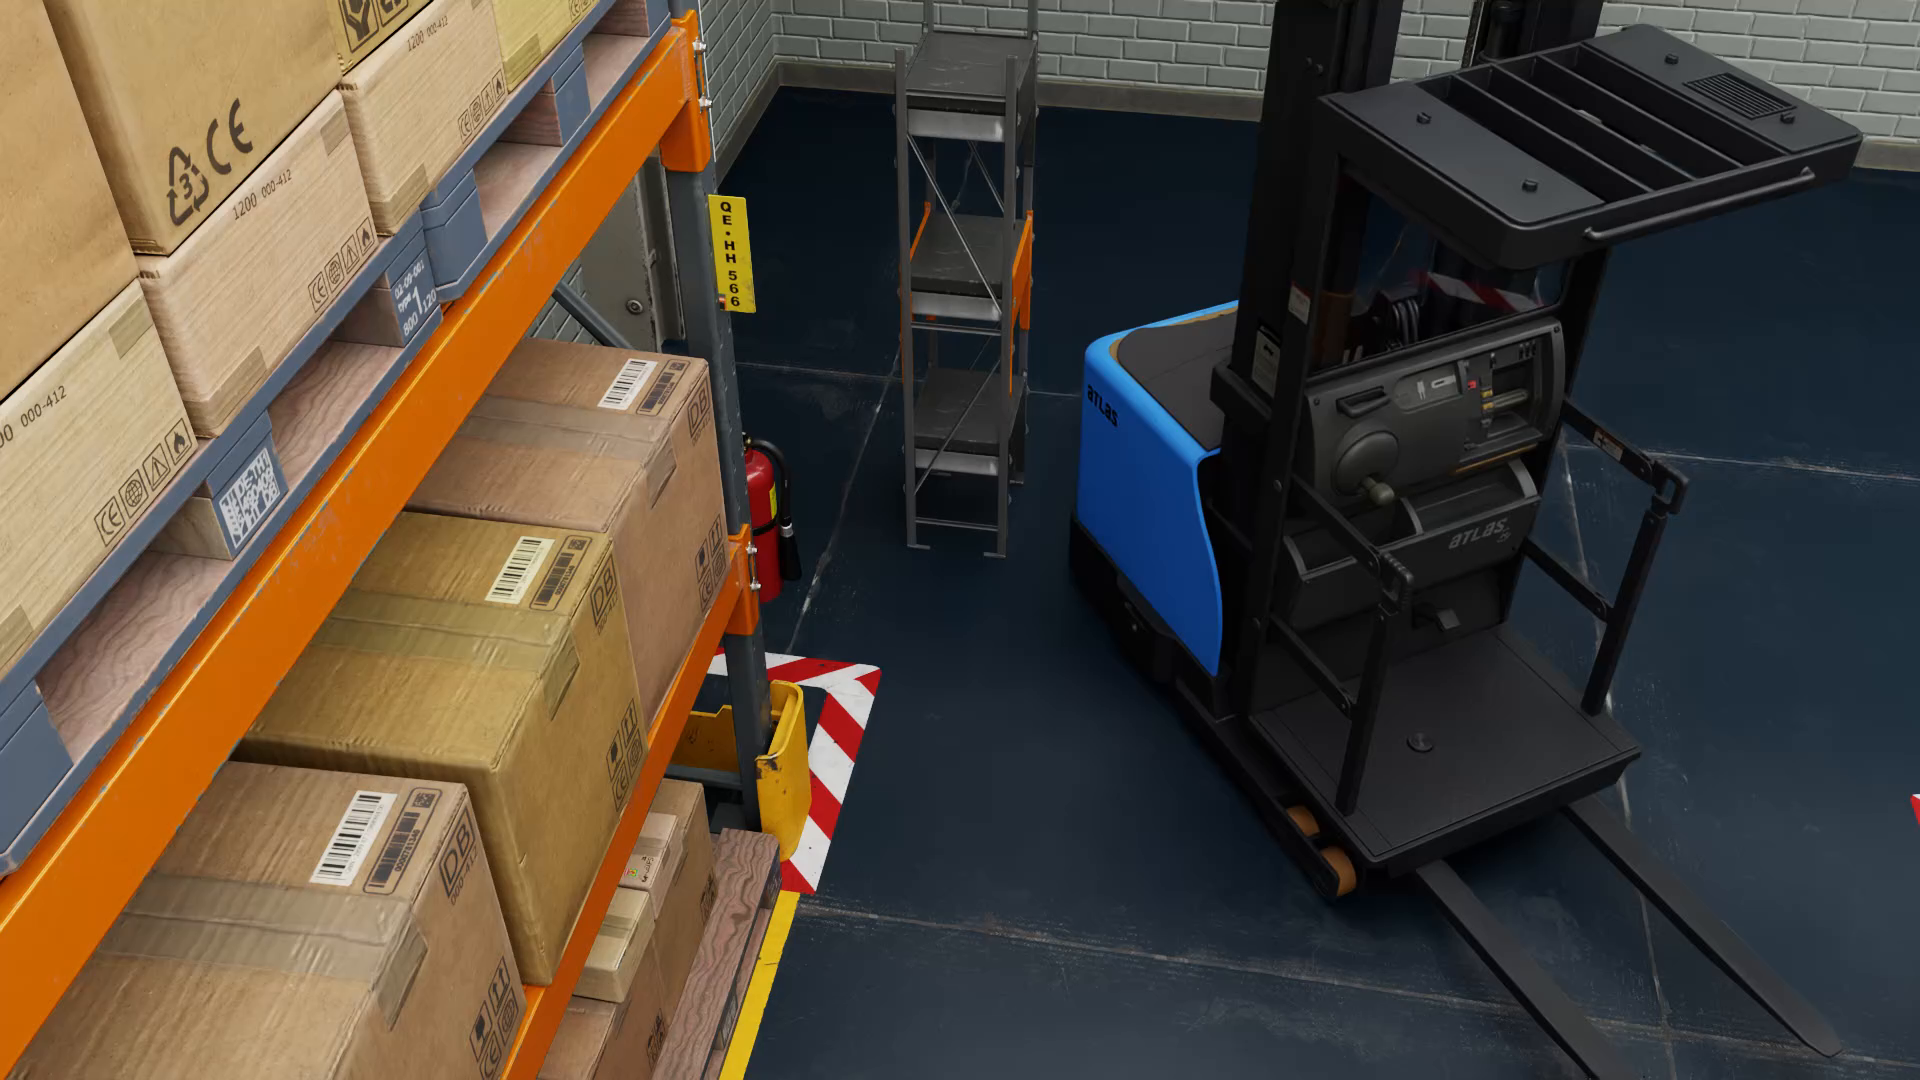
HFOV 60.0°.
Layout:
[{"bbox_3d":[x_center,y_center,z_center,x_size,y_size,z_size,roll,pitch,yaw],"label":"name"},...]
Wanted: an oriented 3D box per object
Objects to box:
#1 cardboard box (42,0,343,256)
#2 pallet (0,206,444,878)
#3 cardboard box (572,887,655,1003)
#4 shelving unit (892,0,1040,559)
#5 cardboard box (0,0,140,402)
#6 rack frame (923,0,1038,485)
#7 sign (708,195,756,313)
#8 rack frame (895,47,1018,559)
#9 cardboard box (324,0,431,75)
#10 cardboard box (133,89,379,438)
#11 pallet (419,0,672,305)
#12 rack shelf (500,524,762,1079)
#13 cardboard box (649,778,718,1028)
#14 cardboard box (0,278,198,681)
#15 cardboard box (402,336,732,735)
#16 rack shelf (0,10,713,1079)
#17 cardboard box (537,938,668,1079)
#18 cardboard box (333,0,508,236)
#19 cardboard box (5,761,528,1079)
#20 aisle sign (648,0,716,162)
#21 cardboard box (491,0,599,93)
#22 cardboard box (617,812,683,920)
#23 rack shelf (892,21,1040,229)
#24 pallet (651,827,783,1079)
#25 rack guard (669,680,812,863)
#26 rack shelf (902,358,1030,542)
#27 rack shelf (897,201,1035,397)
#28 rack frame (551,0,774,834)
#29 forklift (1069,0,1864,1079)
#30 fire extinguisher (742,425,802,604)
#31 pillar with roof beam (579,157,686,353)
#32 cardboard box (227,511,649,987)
[{"bbox_3d":[-1.143,-0.701,2.011,0.500,0.500,0.500,5,40,6],"label":"cardboard box"},{"bbox_3d":[-1.432,-0.132,2.271,1.003,0.211,1.213,6,40,8],"label":"pallet"},{"bbox_3d":[-1.014,1.019,4.287,0.380,0.149,0.250,7,40,9],"label":"cardboard box"},{"bbox_3d":[0.029,-0.913,6.207,0.431,2.100,0.503,6,40,8],"label":"shelving unit"},{"bbox_3d":[-1.235,-0.372,1.613,0.500,0.500,0.500,7,40,8],"label":"cardboard box"},{"bbox_3d":[0.071,-1.066,6.392,0.400,2.100,0.015,6,40,8],"label":"rack frame"},{"bbox_3d":[-0.573,-0.713,4.164,0.100,0.325,0.005,6,40,8],"label":"sign"},{"bbox_3d":[-0.014,-0.760,6.021,0.400,2.100,0.015,6,40,8],"label":"rack frame"},{"bbox_3d":[-1.061,-1.030,2.408,0.500,0.500,0.500,8,40,9],"label":"cardboard box"},{"bbox_3d":[-1.145,-0.400,2.236,0.500,0.250,0.500,5,40,6],"label":"cardboard box"},{"bbox_3d":[-1.223,-0.899,3.199,1.003,0.211,1.213,6,40,8],"label":"pallet"},{"bbox_3d":[-1.451,1.288,3.403,1.077,0.370,4.000,6,40,8],"label":"rack shelf"},{"bbox_3d":[-1.128,1.008,4.809,0.700,0.500,0.500,6,40,8],"label":"cardboard box"},{"bbox_3d":[-1.235,-0.078,1.846,0.500,0.250,0.500,5,40,6],"label":"cardboard box"},{"bbox_3d":[-1.184,-0.039,4.207,0.980,0.700,0.700,8,40,10],"label":"cardboard box"},{"bbox_3d":[-1.451,0.132,2.447,1.077,0.370,4.000,6,40,8],"label":"rack shelf"},{"bbox_3d":[-1.214,1.322,4.430,0.700,0.500,0.500,6,40,8],"label":"cardboard box"},{"bbox_3d":[-1.060,-0.727,2.631,0.500,0.250,0.500,5,40,6],"label":"cardboard box"},{"bbox_3d":[-1.440,0.897,3.076,0.980,0.700,0.700,5,40,6],"label":"cardboard box"},{"bbox_3d":[-0.797,-1.258,3.878,0.394,0.787,0.004,6,40,8],"label":"aisle sign"},{"bbox_3d":[-0.971,-1.054,3.026,0.500,0.250,0.500,8,40,9],"label":"cardboard box"},{"bbox_3d":[-0.971,0.858,4.481,0.380,0.149,0.250,6,40,7],"label":"cardboard box"},{"bbox_3d":[0.029,-1.442,5.769,0.431,0.518,0.480,6,40,8],"label":"rack shelf"},{"bbox_3d":[-1.167,1.341,4.963,1.003,0.211,1.213,6,40,8],"label":"pallet"},{"bbox_3d":[-1.101,0.704,5.506,1.175,0.500,0.348,6,40,8],"label":"rack guard"},{"bbox_3d":[0.029,-0.363,6.661,0.431,0.518,0.480,6,40,8],"label":"rack shelf"},{"bbox_3d":[0.029,-0.903,6.215,0.431,0.518,0.480,6,40,8],"label":"rack shelf"},{"bbox_3d":[-1.105,-0.244,4.691,1.000,3.000,0.127,6,40,8],"label":"rack frame"},{"bbox_3d":[1.523,-0.302,4.815,1.130,2.935,3.031,-17,43,-20],"label":"forklift"},{"bbox_3d":[-0.625,-0.115,4.888,0.296,0.674,0.183,6,40,8],"label":"fire extinguisher"},{"bbox_3d":[2.750,-3.872,4.371,9.100,9.000,0.400,6,40,8],"label":"pillar with roof beam"},{"bbox_3d":[-1.299,0.419,3.654,0.980,0.700,0.700,6,40,7],"label":"cardboard box"}]
